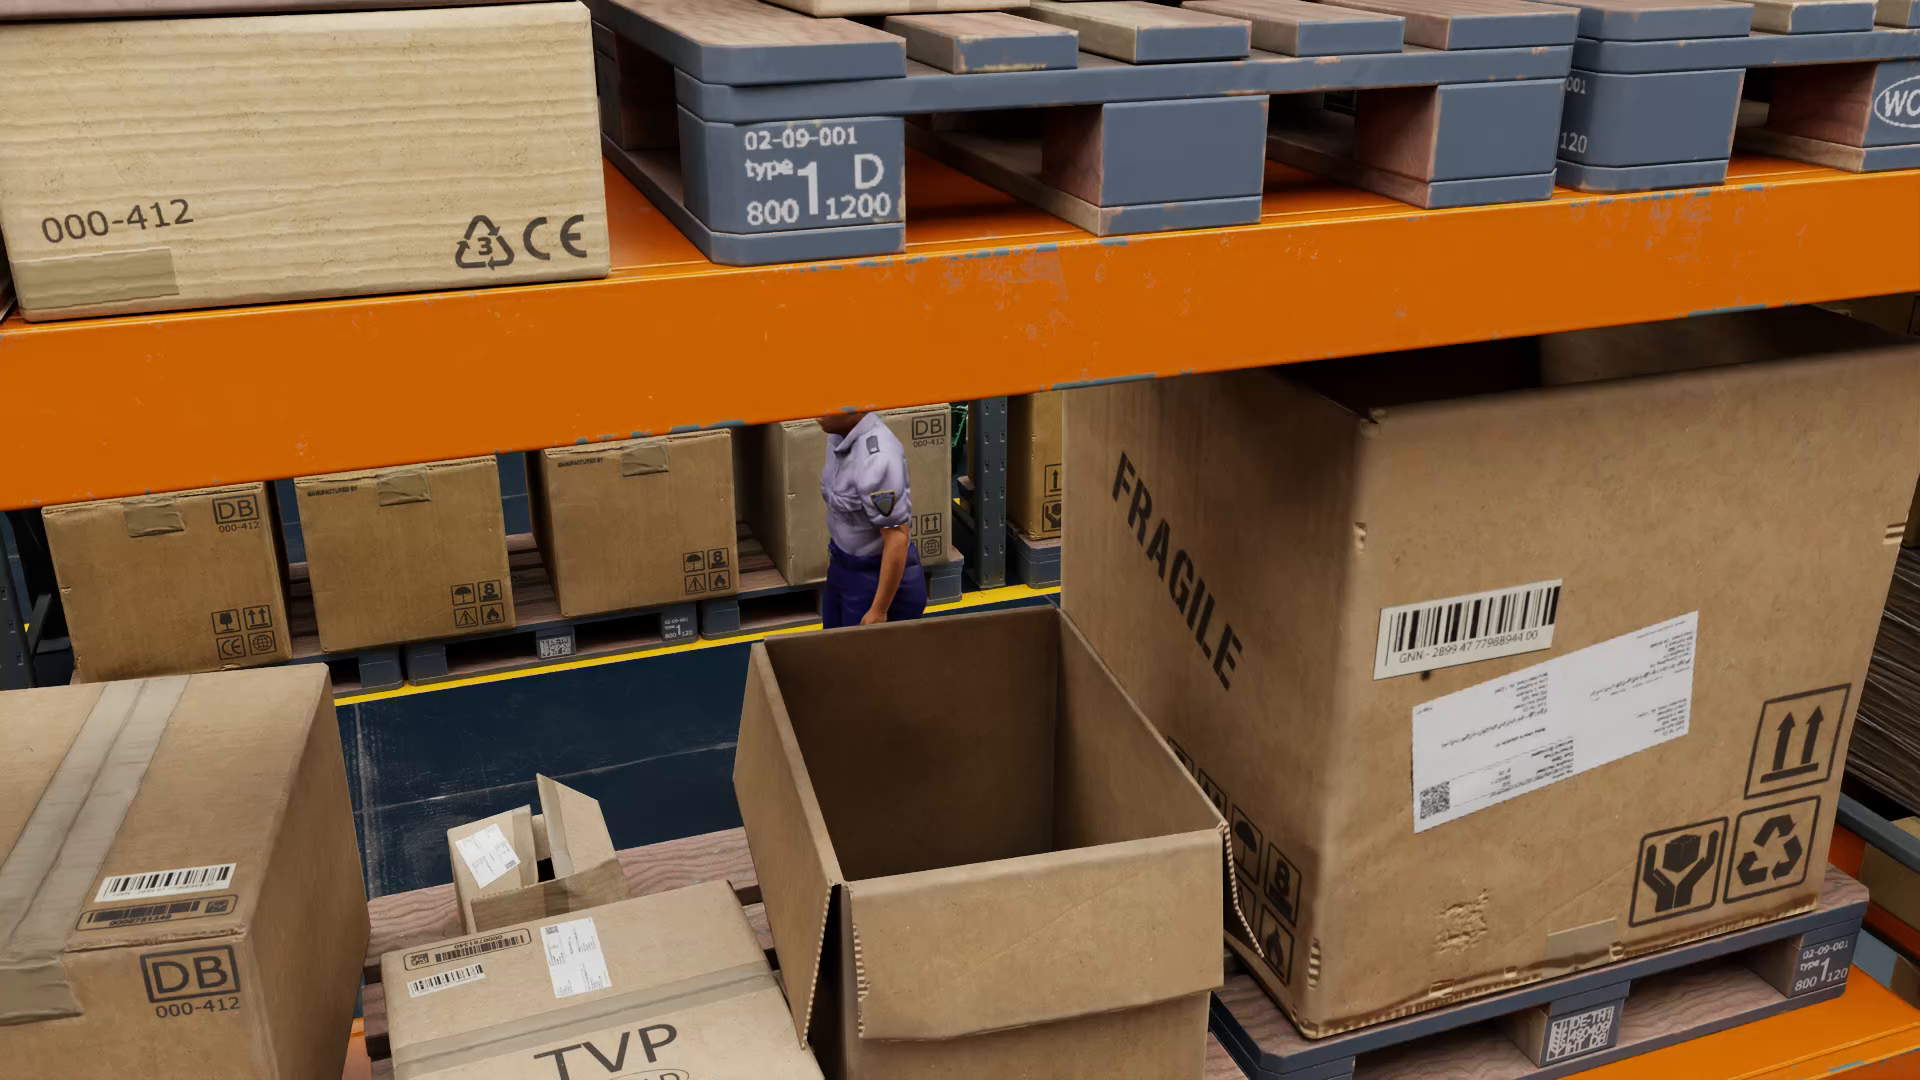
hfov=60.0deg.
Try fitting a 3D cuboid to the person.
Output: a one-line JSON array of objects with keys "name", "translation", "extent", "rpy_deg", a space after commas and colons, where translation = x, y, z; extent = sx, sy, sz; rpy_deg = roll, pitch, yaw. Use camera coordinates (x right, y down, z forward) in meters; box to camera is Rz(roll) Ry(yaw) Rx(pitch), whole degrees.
[{"name": "person", "translation": [-0.326, 0.158, 5.726], "extent": [0.373, 1.651, 0.537], "rpy_deg": [-8, 24, -19]}]
